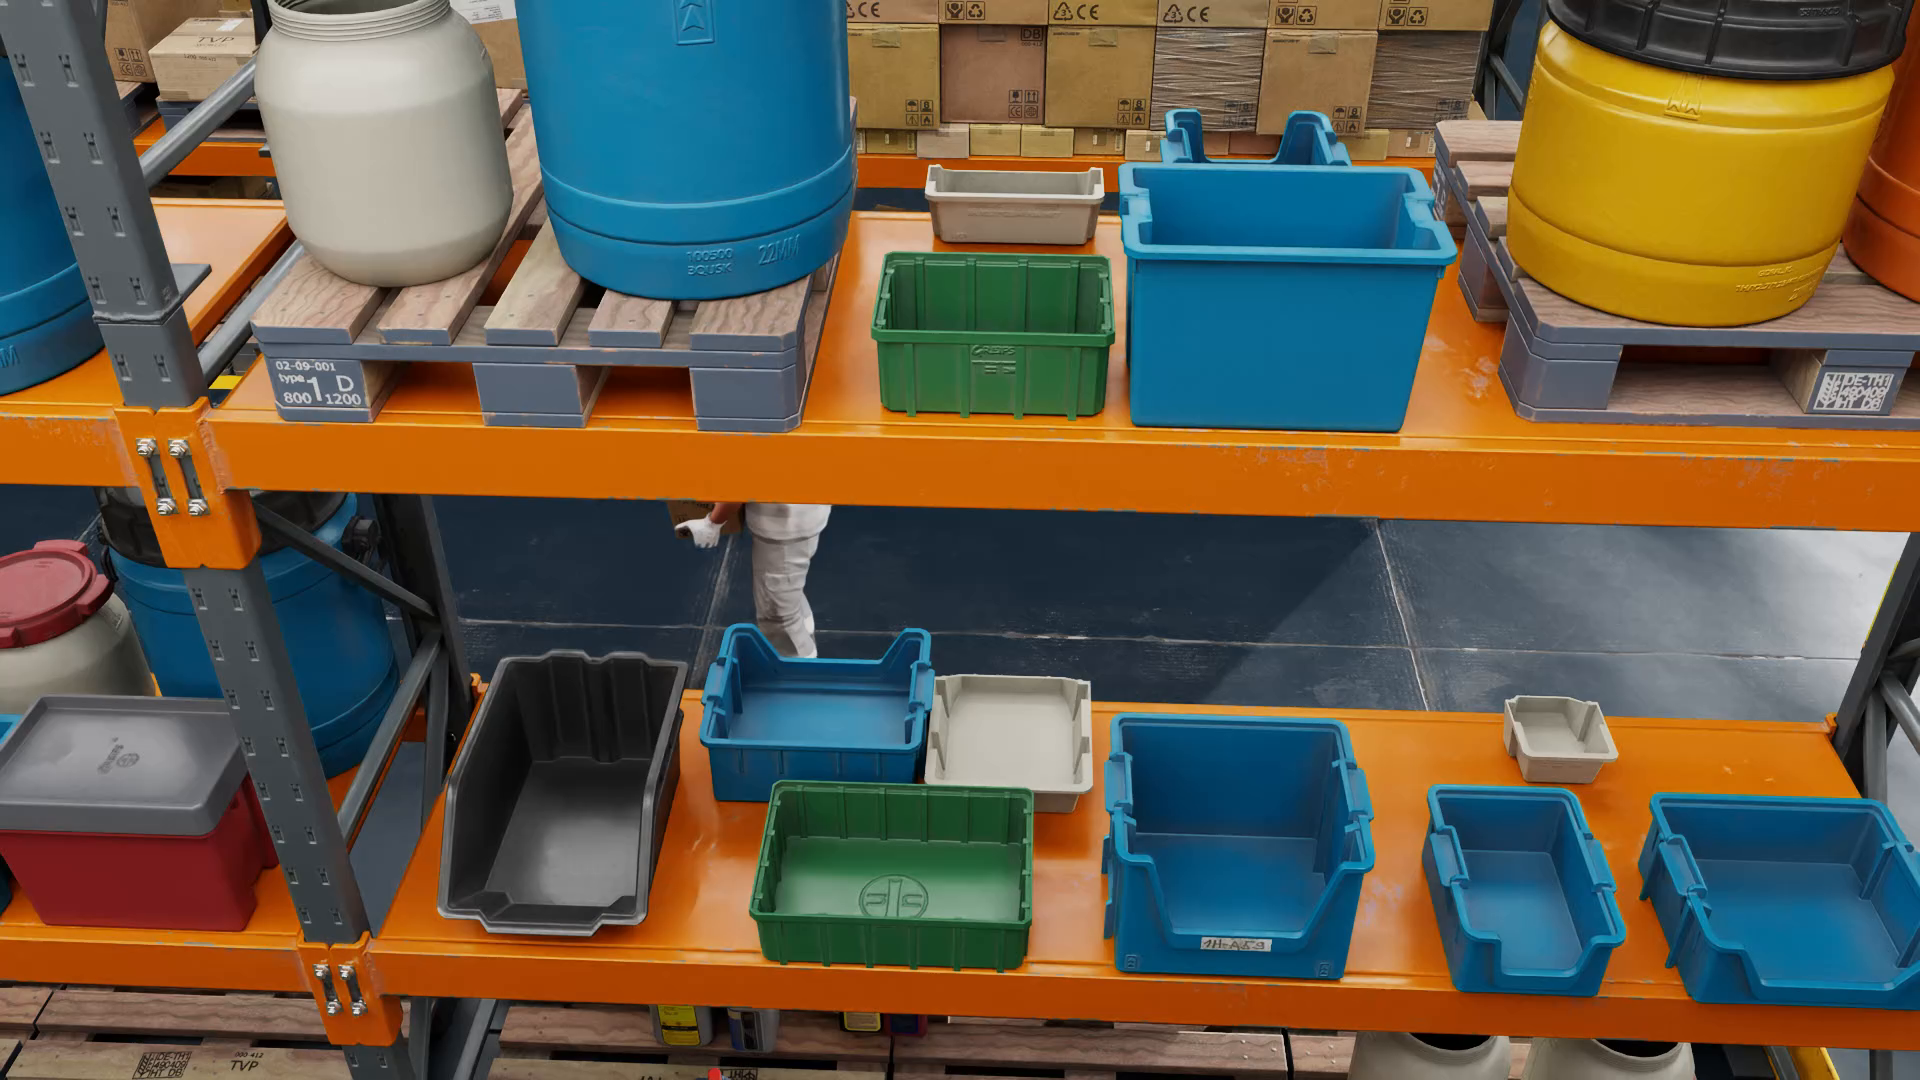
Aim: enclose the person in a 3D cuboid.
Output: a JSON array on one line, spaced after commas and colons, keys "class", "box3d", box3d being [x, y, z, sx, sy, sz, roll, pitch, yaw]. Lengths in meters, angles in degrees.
[{"class": "person", "box3d": [-0.766, -0.075, 6.232, 0.566, 1.785, 0.495, 1, 35, 1]}]
